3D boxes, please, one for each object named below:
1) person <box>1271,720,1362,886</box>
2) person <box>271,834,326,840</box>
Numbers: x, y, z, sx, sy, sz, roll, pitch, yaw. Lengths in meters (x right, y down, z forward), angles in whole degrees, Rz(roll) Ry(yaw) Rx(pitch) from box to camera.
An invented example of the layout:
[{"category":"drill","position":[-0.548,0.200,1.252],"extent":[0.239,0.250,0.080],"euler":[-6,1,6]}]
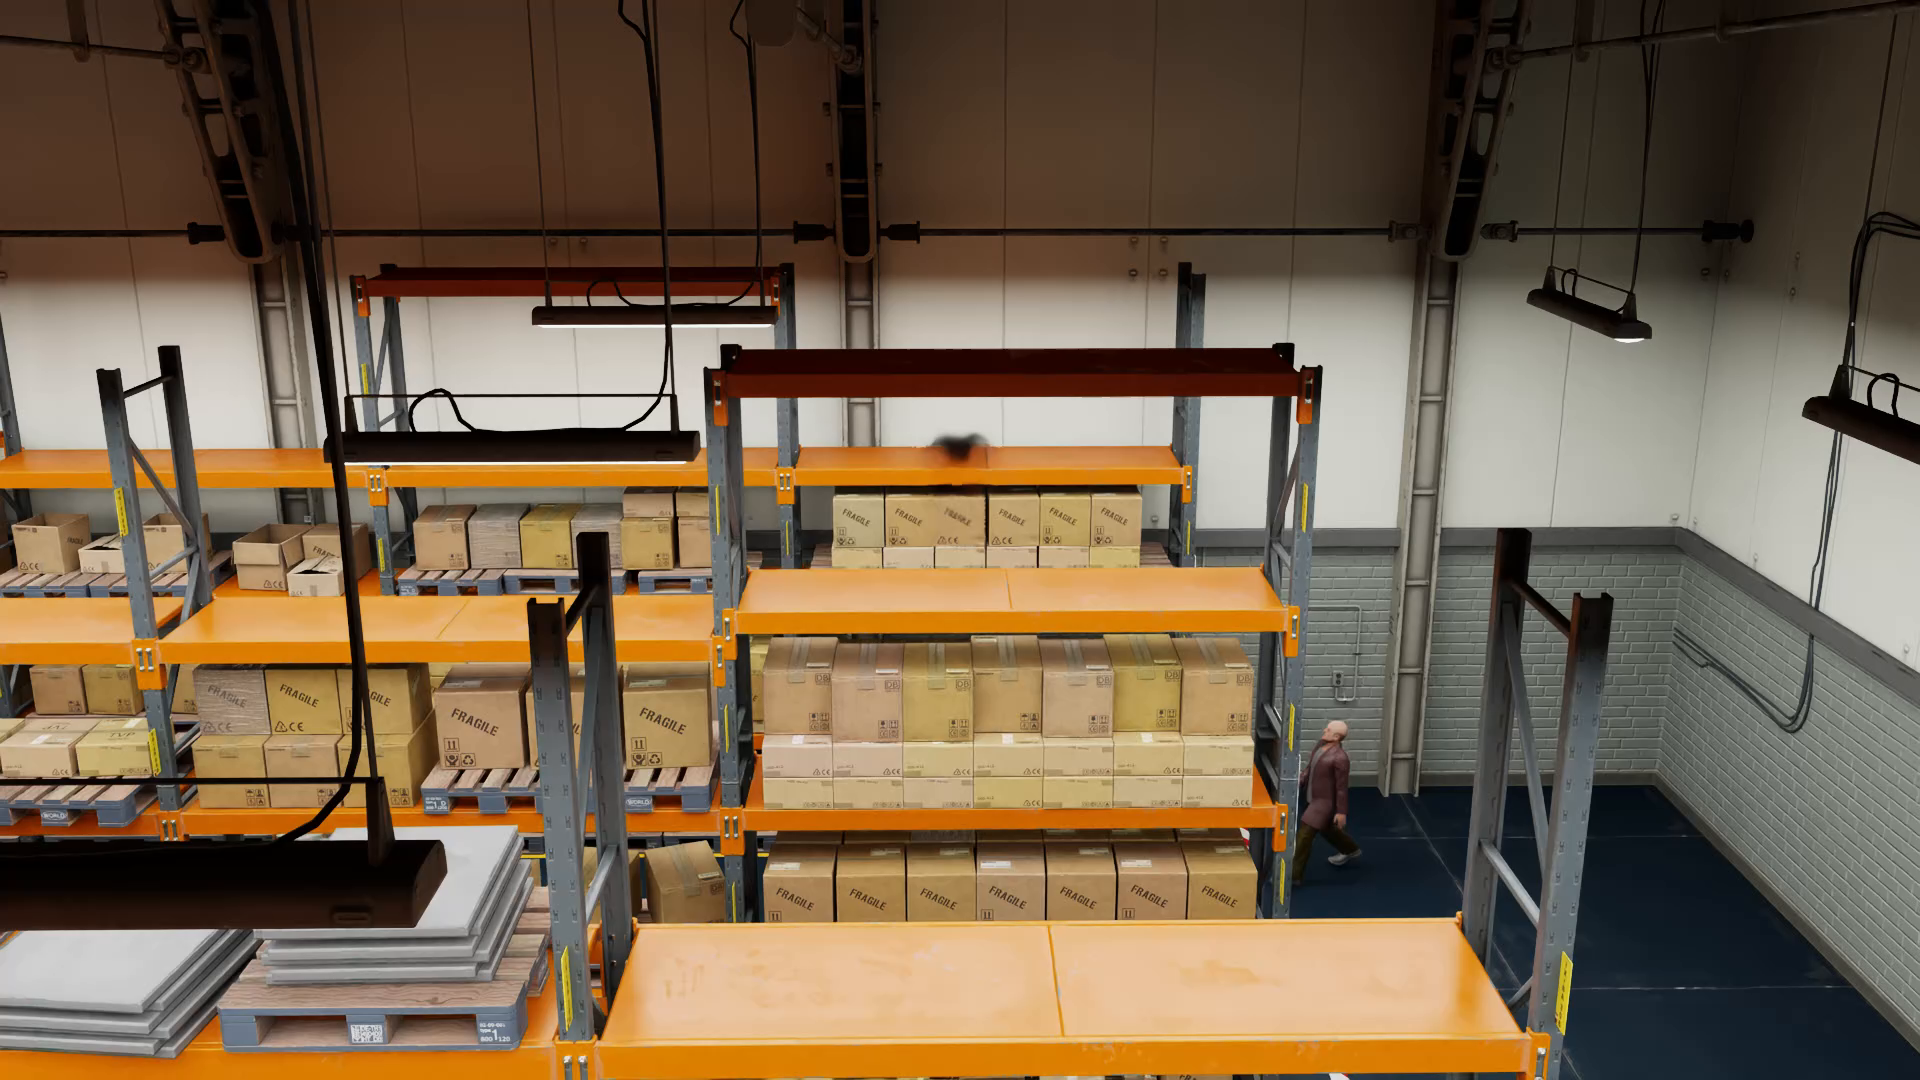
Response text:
[{"category":"person","position":[3.601,2.586,16.591],"extent":[1.130,1.723,0.657],"euler":[-4,17,-15]},{"category":"person","position":[-6.309,2.850,15.875],"extent":[0.561,1.704,0.397],"euler":[-3,16,-10]}]
